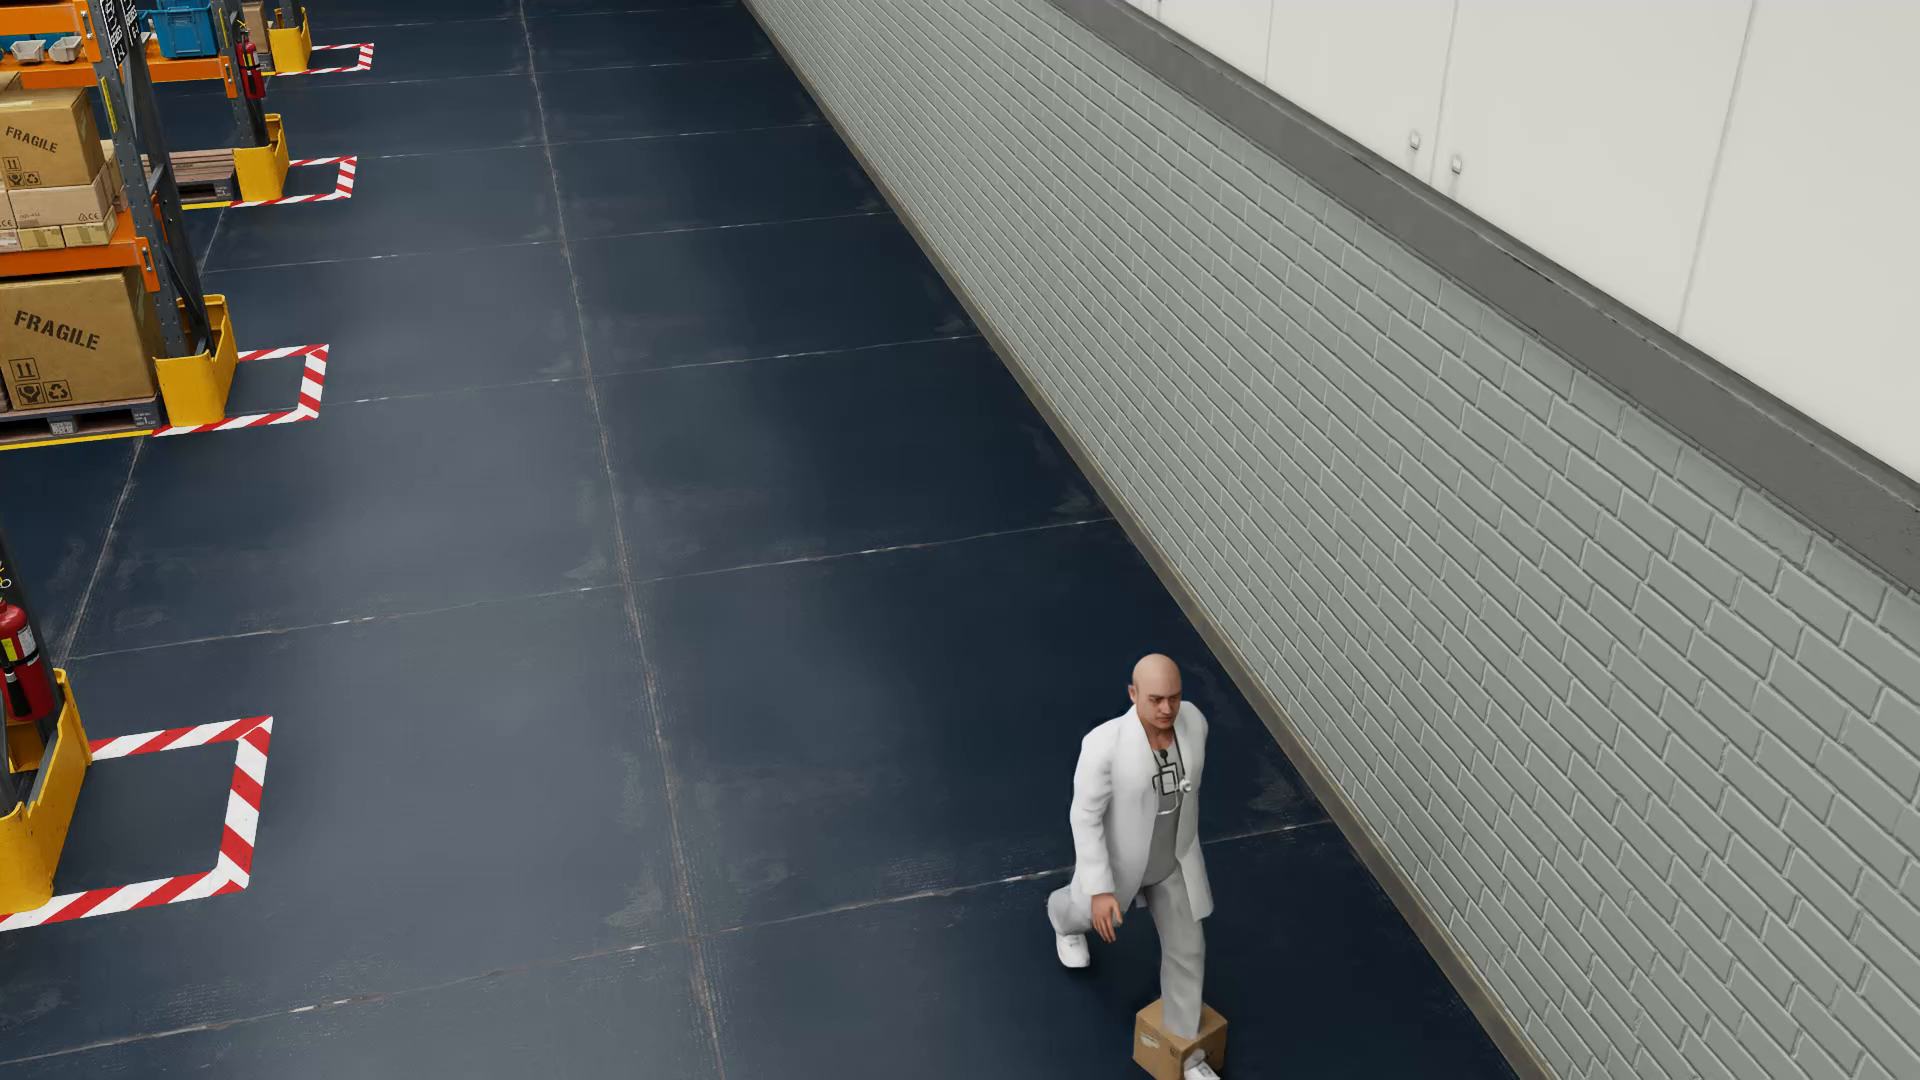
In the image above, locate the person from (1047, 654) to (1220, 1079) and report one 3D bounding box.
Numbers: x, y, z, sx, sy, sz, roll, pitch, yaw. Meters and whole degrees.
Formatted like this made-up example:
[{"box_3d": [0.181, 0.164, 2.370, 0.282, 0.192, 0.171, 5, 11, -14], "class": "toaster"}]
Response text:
[{"box_3d": [0.678, 1.165, 6.244, 0.630, 1.727, 1.179, -10, 31, -17], "class": "person"}]
